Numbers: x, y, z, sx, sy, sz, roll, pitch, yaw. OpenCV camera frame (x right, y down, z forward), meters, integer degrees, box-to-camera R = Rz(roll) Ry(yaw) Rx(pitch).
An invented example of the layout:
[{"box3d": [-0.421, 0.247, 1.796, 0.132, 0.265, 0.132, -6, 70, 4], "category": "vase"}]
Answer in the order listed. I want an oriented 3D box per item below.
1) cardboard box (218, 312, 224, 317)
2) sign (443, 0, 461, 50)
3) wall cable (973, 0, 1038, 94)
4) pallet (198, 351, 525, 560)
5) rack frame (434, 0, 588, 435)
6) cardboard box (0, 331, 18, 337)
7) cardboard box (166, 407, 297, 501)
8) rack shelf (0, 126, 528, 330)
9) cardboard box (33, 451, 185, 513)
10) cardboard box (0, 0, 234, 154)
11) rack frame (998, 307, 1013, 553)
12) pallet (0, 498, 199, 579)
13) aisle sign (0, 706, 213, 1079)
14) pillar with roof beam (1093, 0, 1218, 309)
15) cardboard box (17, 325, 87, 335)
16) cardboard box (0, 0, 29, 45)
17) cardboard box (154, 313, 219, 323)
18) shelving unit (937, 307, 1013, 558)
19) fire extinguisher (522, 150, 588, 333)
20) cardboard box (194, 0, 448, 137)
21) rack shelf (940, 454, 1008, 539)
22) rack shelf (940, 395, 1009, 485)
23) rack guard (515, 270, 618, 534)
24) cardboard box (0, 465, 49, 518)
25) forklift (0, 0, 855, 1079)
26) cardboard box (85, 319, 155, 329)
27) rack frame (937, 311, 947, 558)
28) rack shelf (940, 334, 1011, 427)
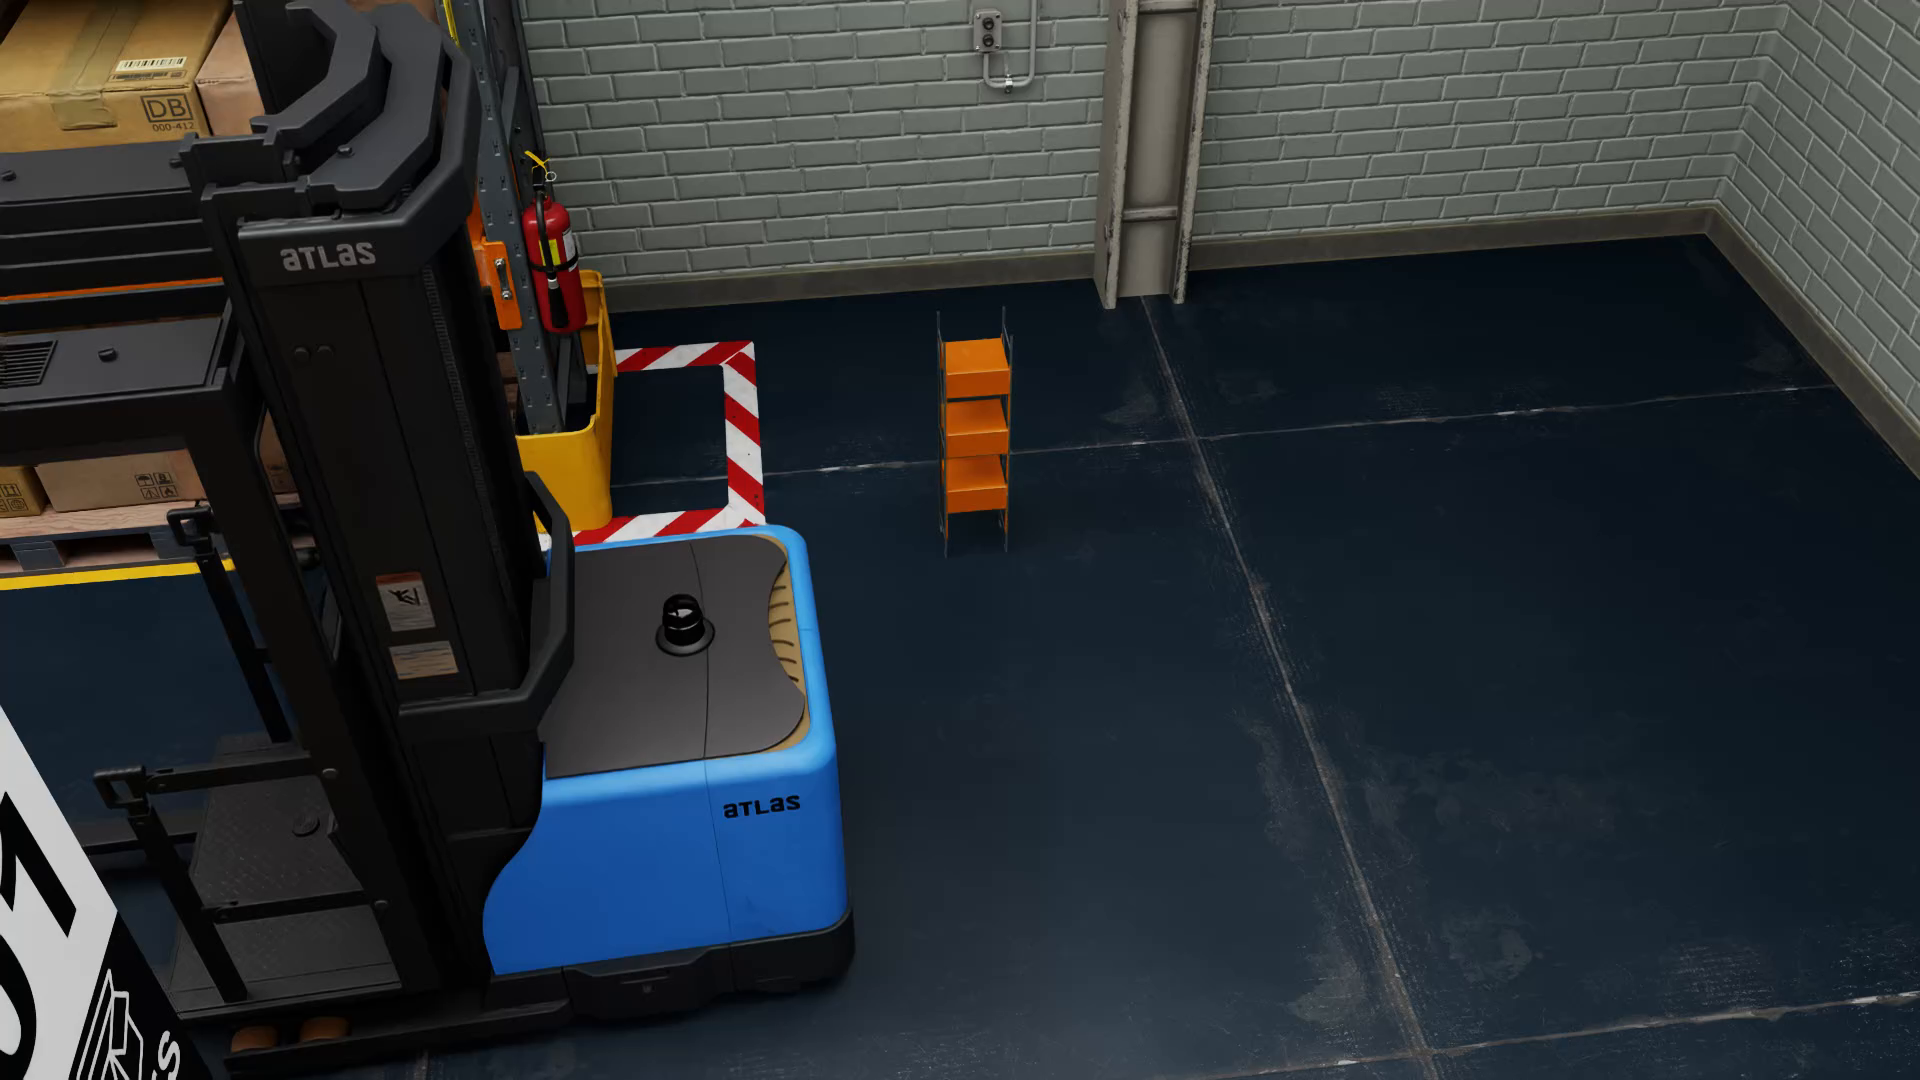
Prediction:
[{"box3d": [-2.734, -0.720, 6.377, 0.250, 0.149, 0.380, -4, 42, -4], "category": "cardboard box"}, {"box3d": [-1.639, -1.690, 5.342, 0.005, 0.325, 0.100, -5, 42, -6], "category": "sign"}, {"box3d": [-0.549, -2.650, 6.690, 1.851, 1.984, 0.084, -5, 42, -6], "category": "wall cable"}, {"box3d": [-2.479, -0.376, 7.010, 1.213, 0.211, 1.003, -5, 42, -6], "category": "pallet"}, {"box3d": [-1.696, -1.533, 6.210, 0.127, 3.000, 1.000, -5, 42, -6], "category": "rack frame"}, {"box3d": [-3.787, -0.886, 6.561, 0.250, 0.149, 0.380, -6, 42, -6], "category": "cardboard box"}, {"box3d": [-2.873, -0.590, 6.718, 0.500, 0.500, 0.700, -5, 42, -6], "category": "cardboard box"}, {"box3d": [-3.679, -1.093, 6.259, 4.000, 0.370, 1.077, -5, 42, -6], "category": "rack shelf"}, {"box3d": [-3.372, -0.546, 6.669, 0.500, 0.500, 0.700, -6, 42, -7], "category": "cardboard box"}, {"box3d": [-2.920, -1.523, 5.975, 0.700, 0.700, 0.980, -5, 42, -6], "category": "cardboard box"}, {"box3d": [0.174, -0.405, 6.415, 0.008, 1.050, 0.200, -5, 42, -6], "category": "rack frame"}, {"box3d": [-3.686, -0.273, 6.895, 1.213, 0.211, 1.003, -5, 42, -6], "category": "pallet"}, {"box3d": [-1.021, 0.590, 1.916, 0.004, 0.787, 0.394, -5, 42, -6], "category": "aisle sign"}, {"box3d": [1.427, -1.711, 1.928, 0.400, 9.000, 9.100, -5, 42, -6], "category": "pillar with roof beam"}, {"box3d": [-3.536, -0.907, 6.585, 0.250, 0.149, 0.380, -5, 42, -5], "category": "cardboard box"}, {"box3d": [-3.678, -1.463, 5.909, 0.700, 0.700, 0.980, -7, 43, -8], "category": "cardboard box"}, {"box3d": [-3.030, -0.953, 6.635, 0.250, 0.149, 0.380, -5, 42, -5], "category": "cardboard box"}, {"box3d": [0.053, -0.394, 6.404, 0.252, 1.050, 0.215, -5, 42, -6], "category": "shelving unit"}, {"box3d": [-1.487, -1.073, 6.036, 0.183, 0.674, 0.296, -5, 42, -6], "category": "fire extinguisher"}, {"box3d": [-2.200, -1.594, 6.054, 0.700, 0.700, 0.980, -3, 42, -4], "category": "cardboard box"}, {"box3d": [0.053, -0.180, 6.597, 0.240, 0.259, 0.215, -5, 42, -6], "category": "rack shelf"}, {"box3d": [0.053, -0.387, 6.411, 0.240, 0.259, 0.215, -5, 42, -6], "category": "rack shelf"}, {"box3d": [-1.672, -0.607, 7.050, 0.348, 0.500, 1.175, -5, 42, -6], "category": "rack guard"}, {"box3d": [-3.900, -0.495, 6.612, 0.500, 0.500, 0.700, -4, 42, -5], "category": "cardboard box"}, {"box3d": [-1.893, 0.131, 4.416, 3.031, 2.935, 1.130, -6, 42, -7], "category": "forklift"}, {"box3d": [-3.282, -0.930, 6.610, 0.250, 0.149, 0.380, -4, 42, -5], "category": "cardboard box"}, {"box3d": [-0.068, -0.384, 6.392, 0.008, 1.050, 0.200, -5, 42, -6], "category": "rack frame"}, {"box3d": [0.053, -0.597, 6.221, 0.240, 0.259, 0.215, -5, 42, -6], "category": "rack shelf"}]
